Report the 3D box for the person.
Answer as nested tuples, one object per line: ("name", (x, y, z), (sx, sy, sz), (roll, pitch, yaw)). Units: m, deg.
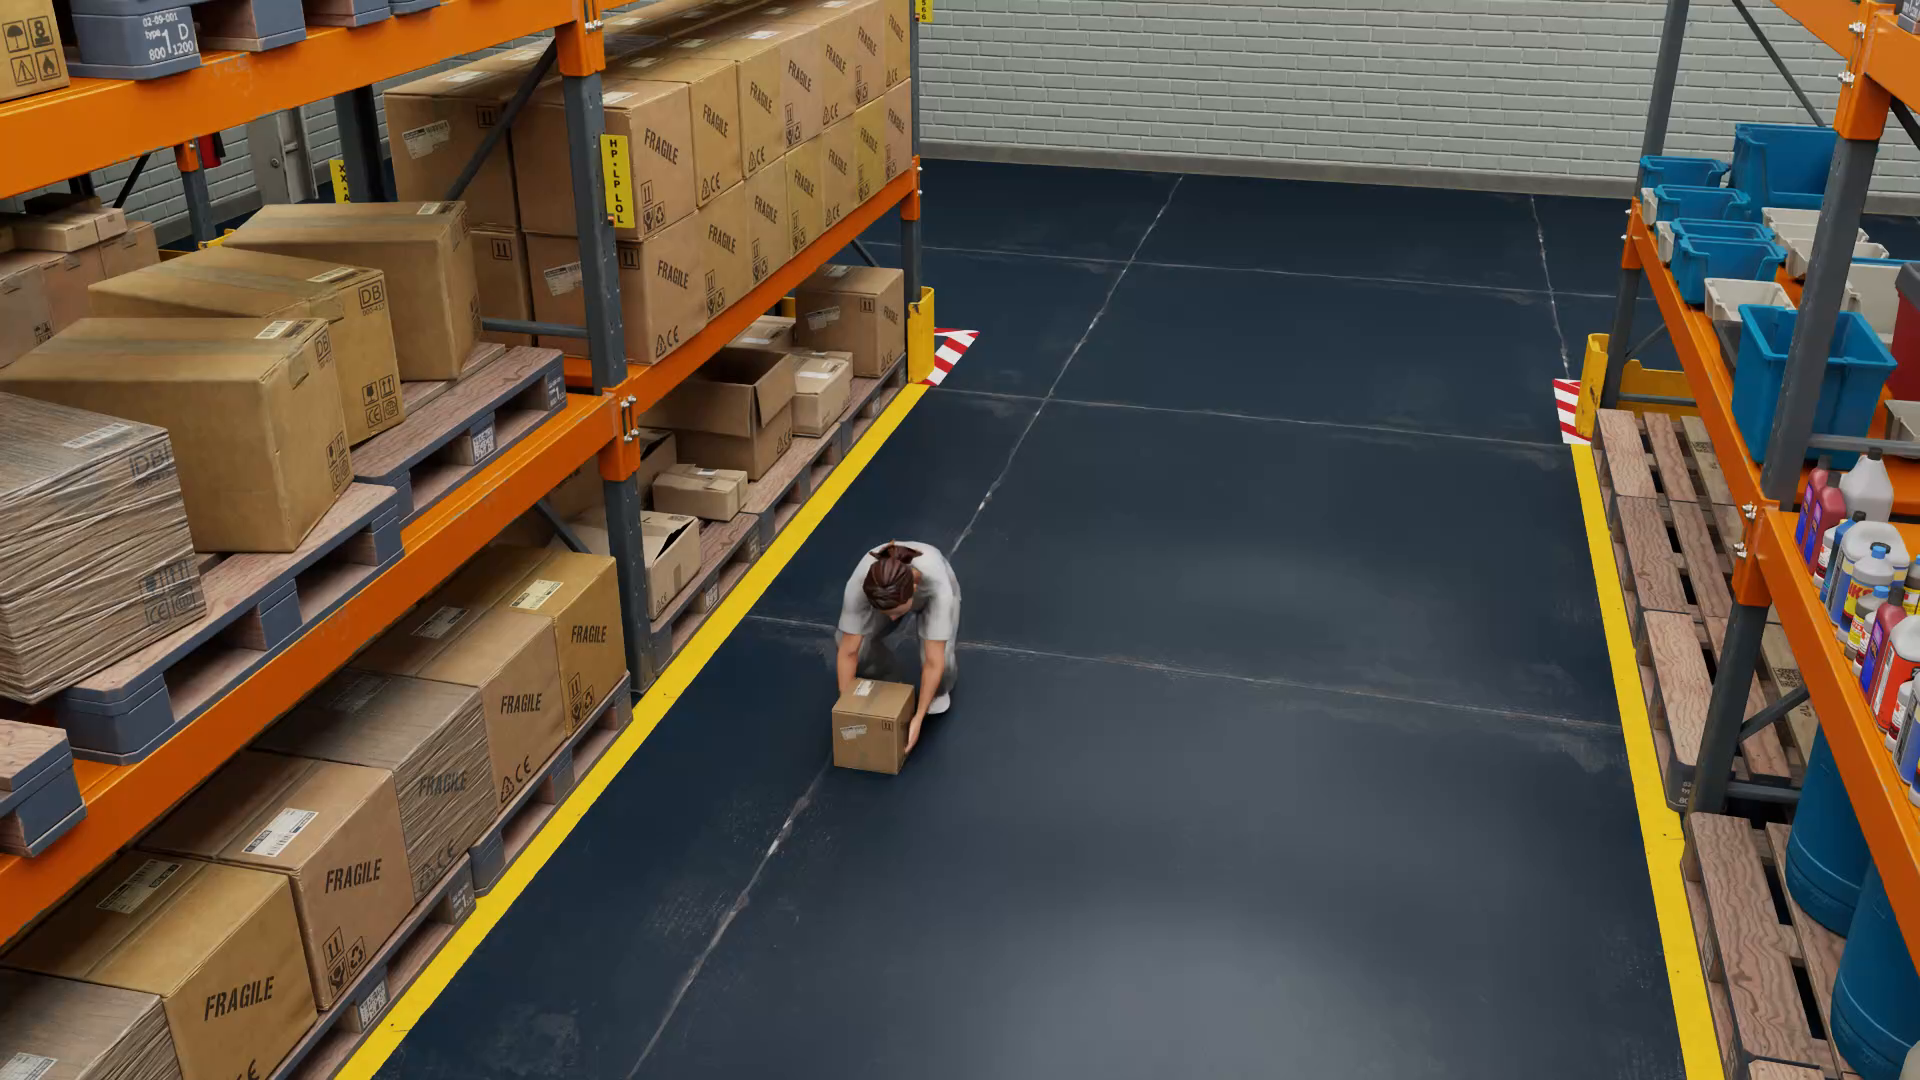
("person", (-0.222, 0.316, 6.443), (0.467, 0.825, 0.801), (6, 26, 13))
